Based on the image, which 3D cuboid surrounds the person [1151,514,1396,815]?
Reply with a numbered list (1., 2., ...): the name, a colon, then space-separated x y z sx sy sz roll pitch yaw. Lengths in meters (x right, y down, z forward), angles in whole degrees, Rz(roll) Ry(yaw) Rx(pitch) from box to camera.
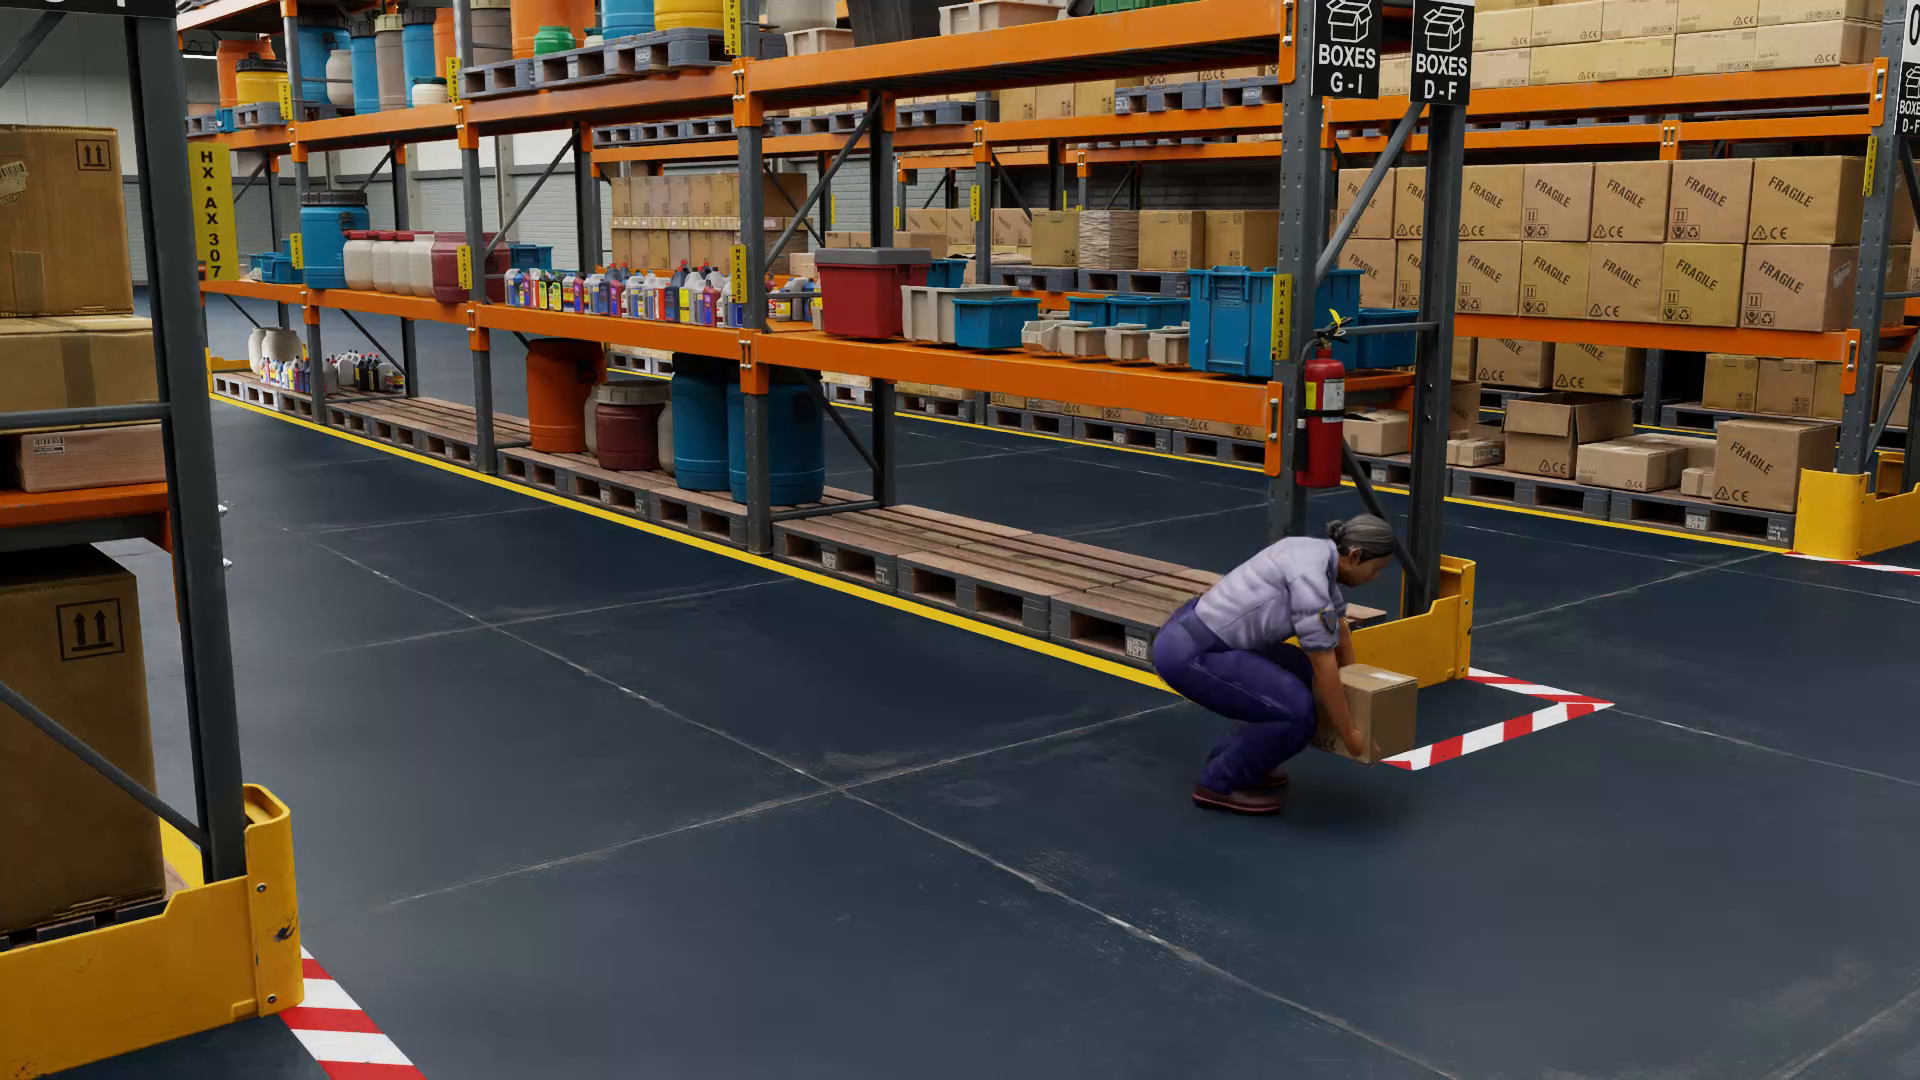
1. person: 1.064 0.397 5.657 0.795 0.998 0.529 3 12 16
